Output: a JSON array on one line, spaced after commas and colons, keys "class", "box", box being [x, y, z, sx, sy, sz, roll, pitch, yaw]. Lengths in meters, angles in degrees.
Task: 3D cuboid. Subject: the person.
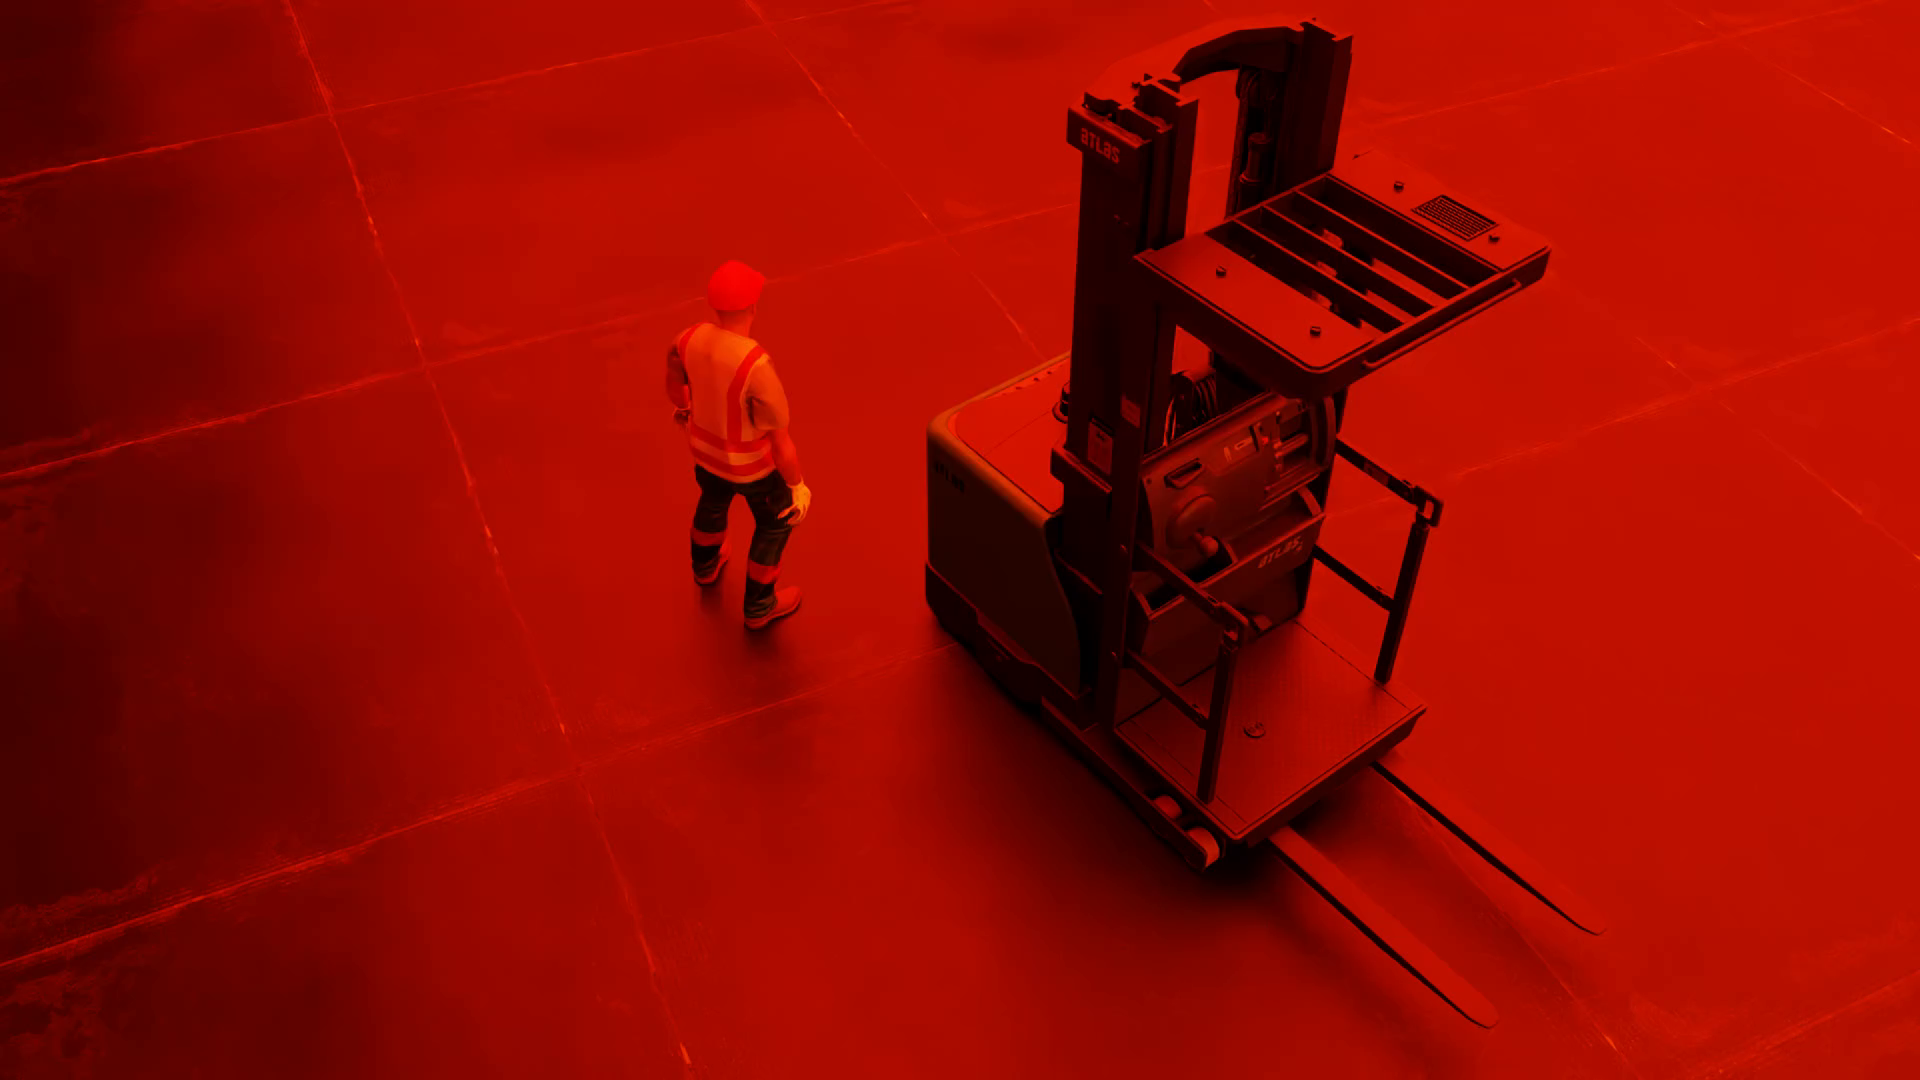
[{"class": "person", "box": [-0.912, -0.387, 6.956, 0.805, 1.757, 0.413, 26, 49, 25]}]

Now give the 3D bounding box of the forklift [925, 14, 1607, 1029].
[{"class": "forklift", "box": [1.147, -0.185, 5.878, 1.130, 2.935, 3.031, -28, 50, -27]}]
